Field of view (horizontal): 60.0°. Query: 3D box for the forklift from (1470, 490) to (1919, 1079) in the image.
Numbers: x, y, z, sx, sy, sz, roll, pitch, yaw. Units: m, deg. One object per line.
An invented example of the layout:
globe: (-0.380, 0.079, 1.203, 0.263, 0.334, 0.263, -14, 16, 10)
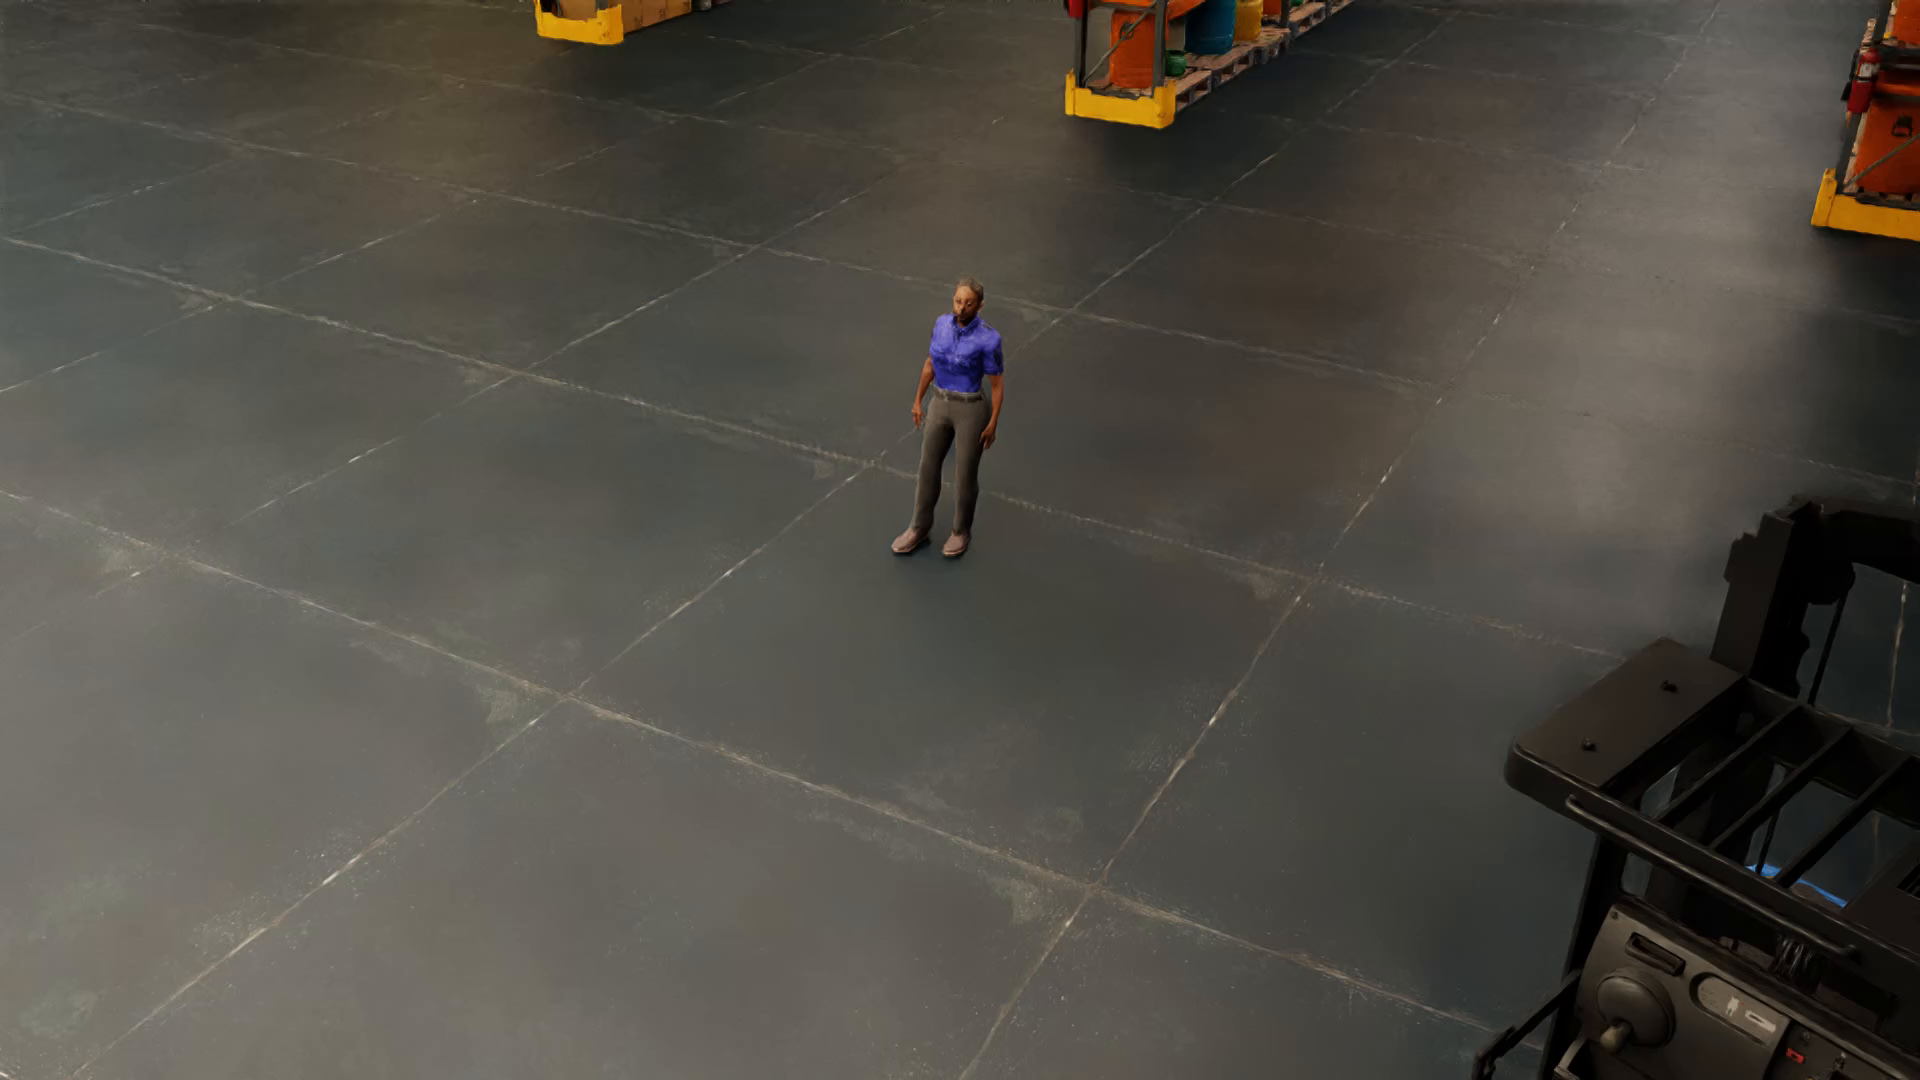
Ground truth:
forklift: (2.055, 1.451, 4.557, 3.031, 2.935, 1.130, -24, 37, -35)

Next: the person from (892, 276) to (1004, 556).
person: (-0.059, -0.689, 9.527, 0.570, 1.654, 0.503, 15, 33, 25)
